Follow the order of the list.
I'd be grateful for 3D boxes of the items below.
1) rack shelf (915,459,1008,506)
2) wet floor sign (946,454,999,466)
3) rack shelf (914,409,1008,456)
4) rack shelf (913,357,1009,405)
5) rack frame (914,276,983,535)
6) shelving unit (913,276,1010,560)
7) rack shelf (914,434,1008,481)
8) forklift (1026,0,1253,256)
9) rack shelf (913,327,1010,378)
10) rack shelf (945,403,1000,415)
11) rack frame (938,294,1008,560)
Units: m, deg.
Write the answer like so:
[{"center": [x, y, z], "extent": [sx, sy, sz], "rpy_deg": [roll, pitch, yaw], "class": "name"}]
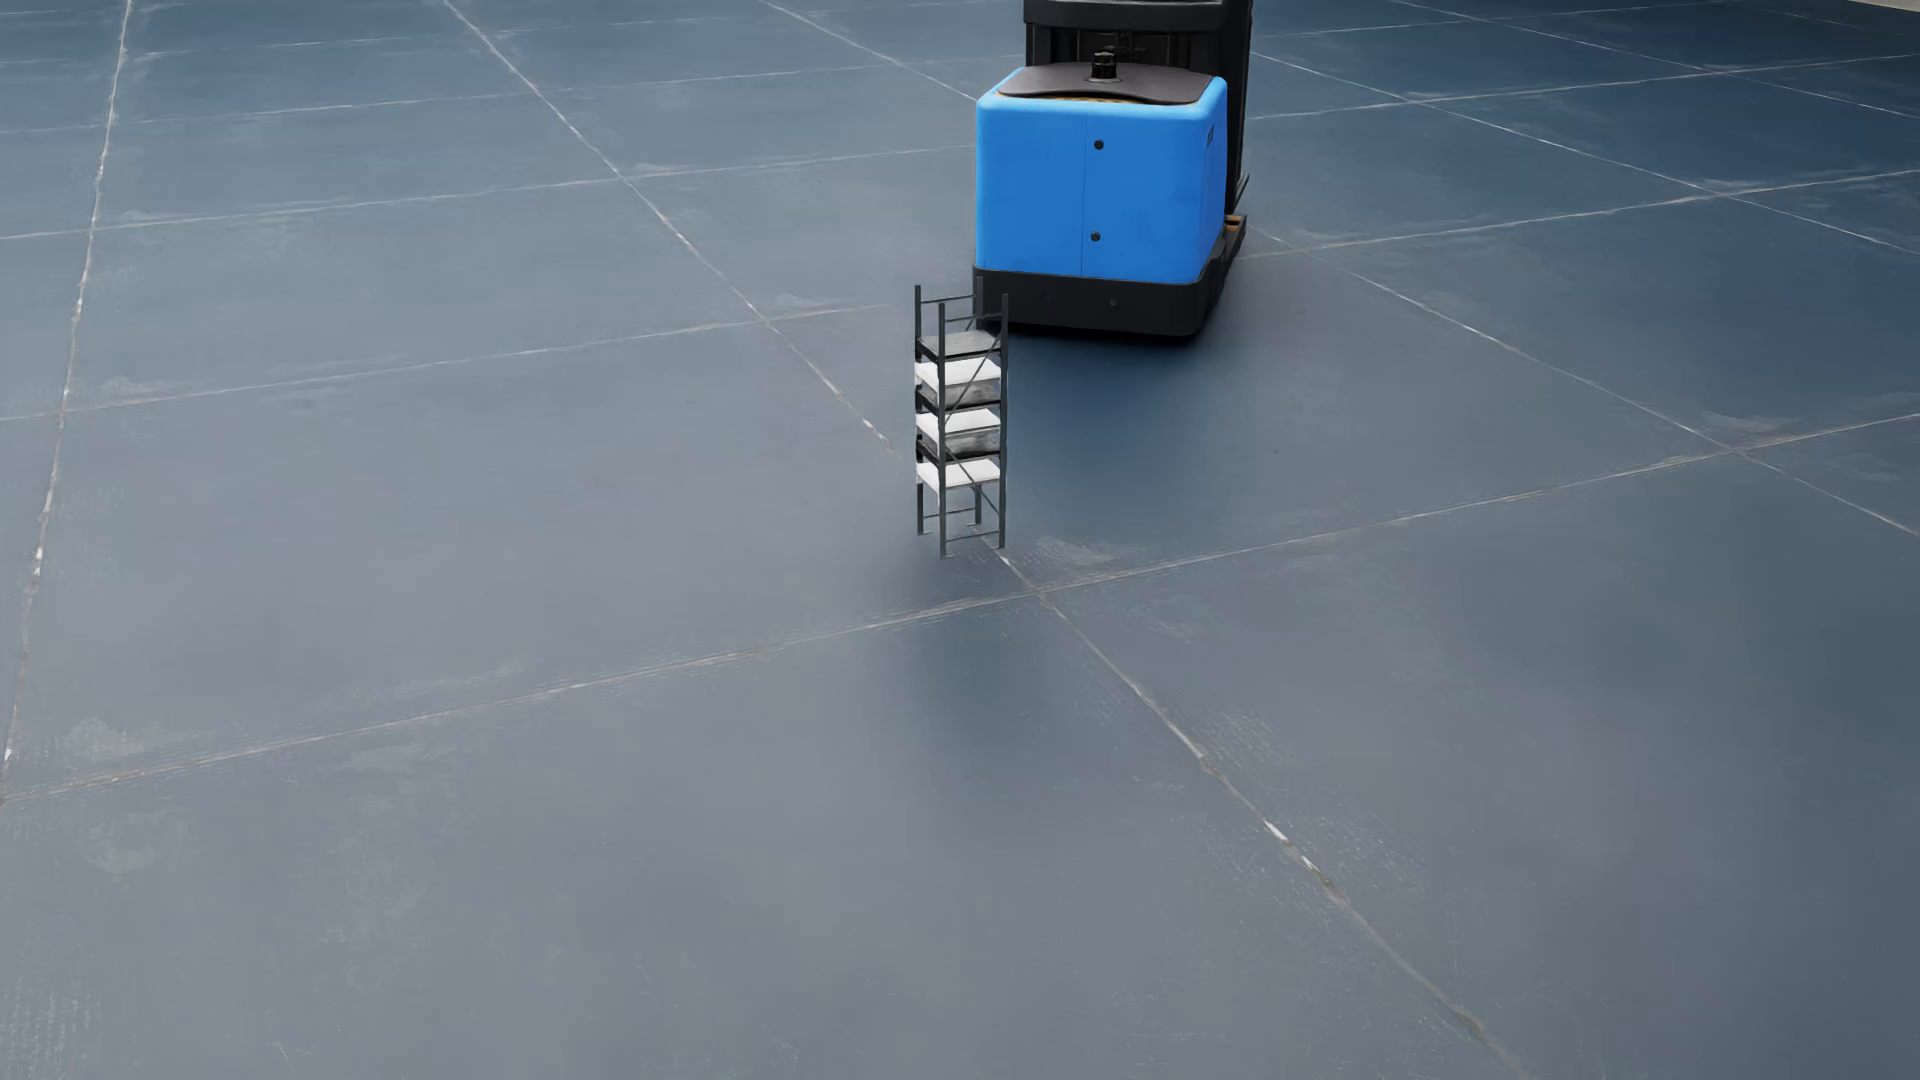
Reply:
[{"center": [0.003, -0.209, 5.639], "extent": [0.258, 0.077, 0.200], "rpy_deg": [-11, 28, -21], "class": "rack shelf"}, {"center": [-4.111, 1.805, 1.317], "extent": [8.976, 0.644, 9.326], "rpy_deg": [-1, 26, -3], "class": "wet floor sign"}, {"center": [0.003, -0.371, 5.560], "extent": [0.258, 0.077, 0.200], "rpy_deg": [-11, 28, -21], "class": "rack shelf"}, {"center": [0.003, -0.533, 5.481], "extent": [0.258, 0.077, 0.200], "rpy_deg": [-11, 28, -21], "class": "rack shelf"}, {"center": [-0.037, -0.442, 5.630], "extent": [0.240, 0.900, 0.006], "rpy_deg": [-11, 28, -21], "class": "rack frame"}, {"center": [0.003, -0.401, 5.546], "extent": [0.258, 0.900, 0.210], "rpy_deg": [-11, 28, -21], "class": "shelving unit"}, {"center": [0.003, -0.290, 5.600], "extent": [0.258, 0.077, 0.200], "rpy_deg": [-11, 28, -21], "class": "rack shelf"}, {"center": [0.943, -2.848, 8.315], "extent": [1.118, 2.867, 2.937], "rpy_deg": [7, 27, 13], "class": "forklift"}, {"center": [0.003, -0.614, 5.442], "extent": [0.258, 0.077, 0.200], "rpy_deg": [-11, 28, -21], "class": "rack shelf"}, {"center": [0.003, -0.465, 5.514], "extent": [0.199, 0.015, 0.184], "rpy_deg": [-11, 28, -21], "class": "rack shelf"}, {"center": [0.043, -0.360, 5.462], "extent": [0.240, 0.900, 0.006], "rpy_deg": [-11, 28, -21], "class": "rack frame"}]
